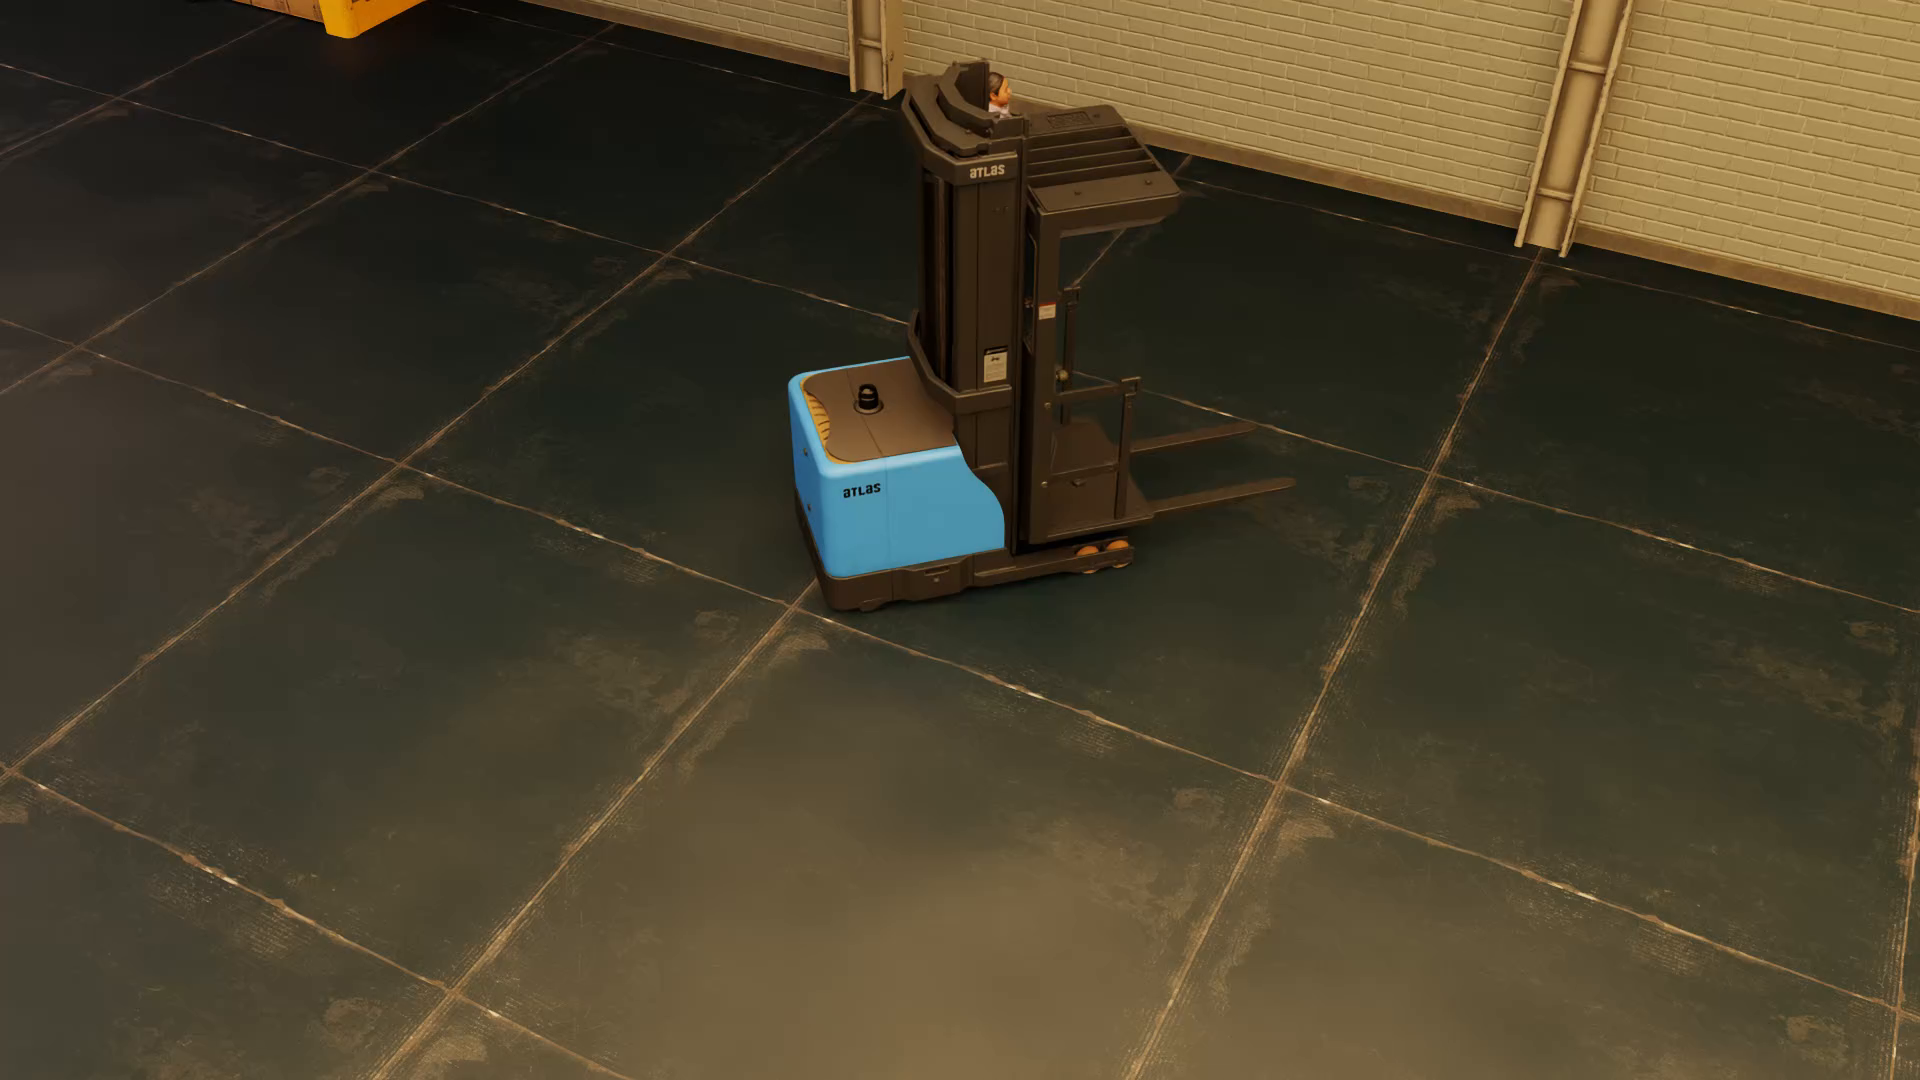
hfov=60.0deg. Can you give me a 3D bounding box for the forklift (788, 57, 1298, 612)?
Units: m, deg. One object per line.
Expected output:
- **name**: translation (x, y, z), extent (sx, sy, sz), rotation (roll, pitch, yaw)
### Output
- **forklift**: translation (0.553, -1.237, 9.455), extent (3.031, 2.935, 1.130), rotation (-11, 41, -12)

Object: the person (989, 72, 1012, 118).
- **person**: translation (0.260, -2.608, 12.095), extent (0.362, 1.638, 0.484), rotation (-3, 40, -4)
